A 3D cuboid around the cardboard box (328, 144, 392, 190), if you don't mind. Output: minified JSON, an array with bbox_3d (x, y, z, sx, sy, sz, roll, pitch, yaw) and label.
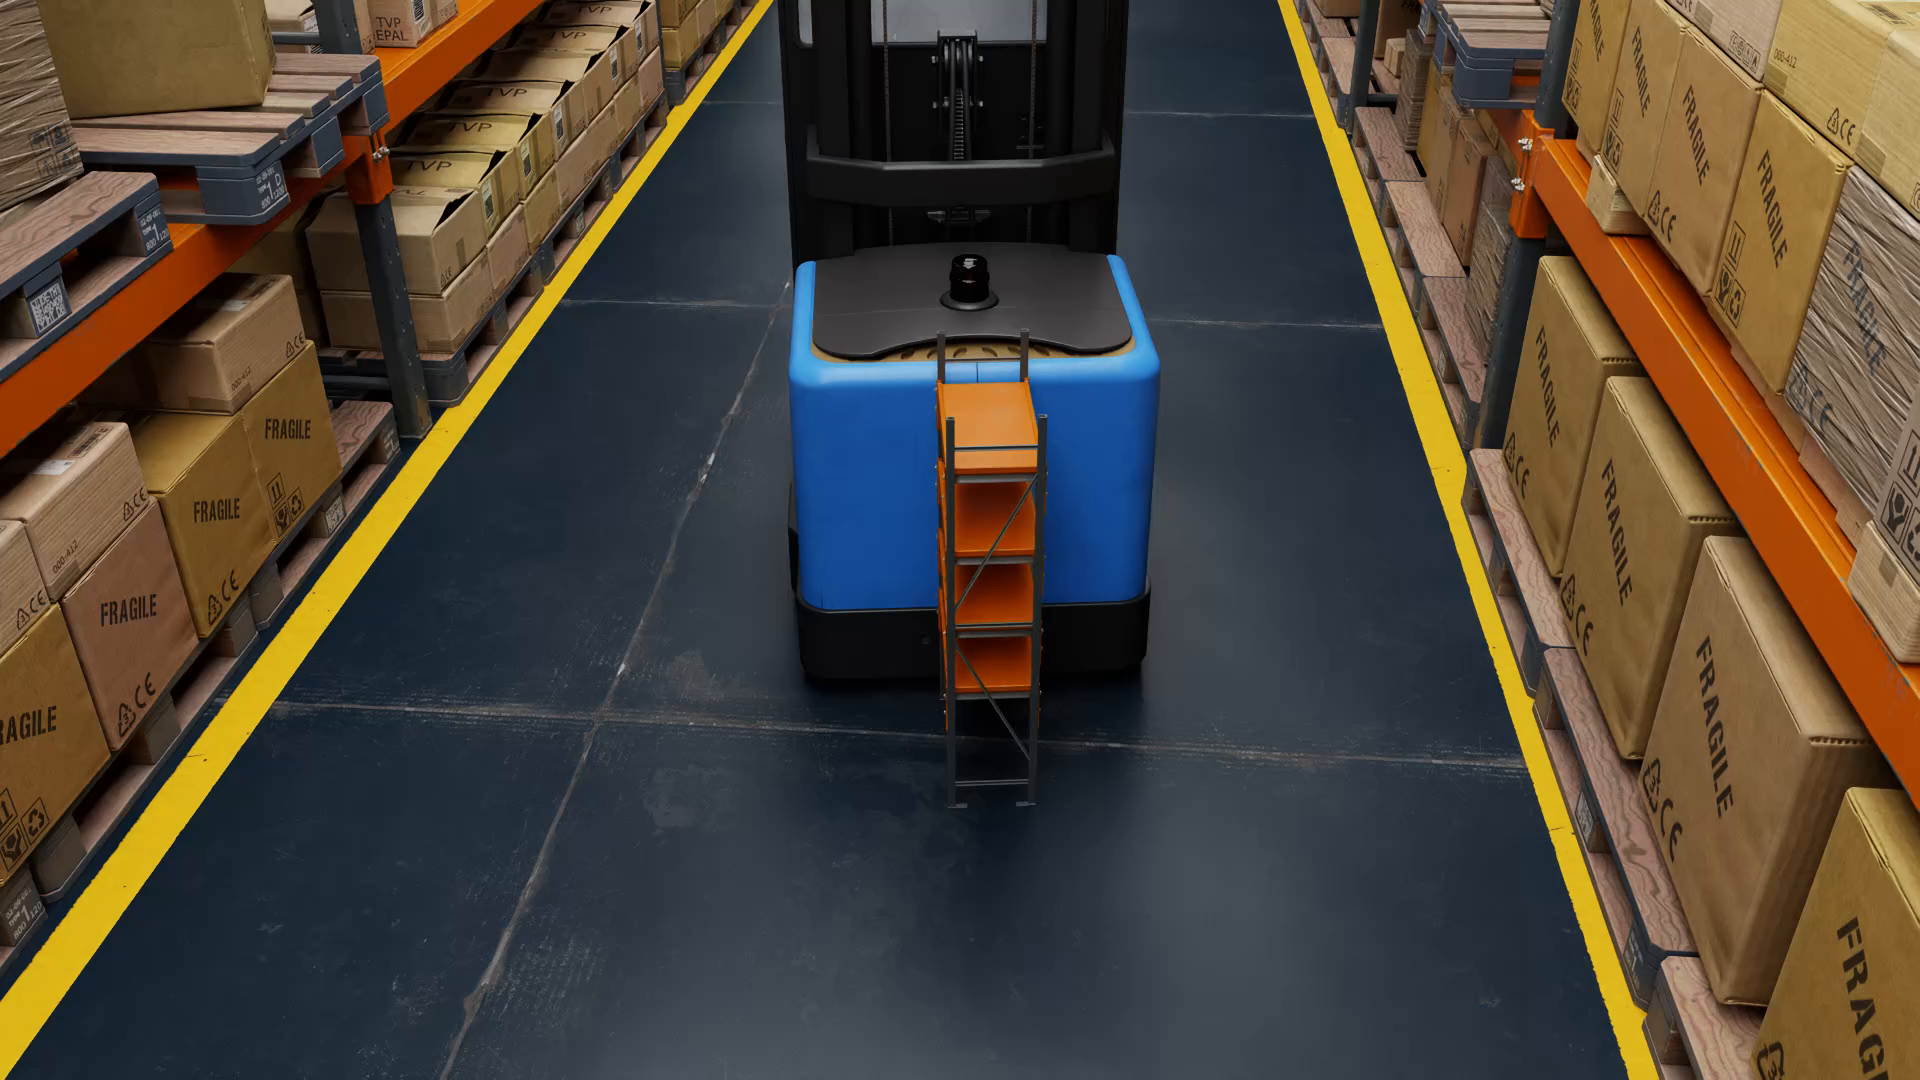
[{"bbox_3d":[-2.717,-1.510,7.027,0.500,0.311,0.500,2,32,3],"label":"cardboard box"}]

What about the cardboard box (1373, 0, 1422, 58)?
[{"bbox_3d":[2.758,-3.256,10.138,0.500,0.500,0.500,0,32,0],"label":"cardboard box"}]

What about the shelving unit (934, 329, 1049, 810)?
[{"bbox_3d":[0.073,0.092,4.457,0.258,1.200,0.503,-2,32,-3],"label":"shelving unit"}]

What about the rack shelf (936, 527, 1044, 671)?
[{"bbox_3d":[0.073,0.149,4.492,0.258,0.148,0.480,-2,32,-3],"label":"rack shelf"}]

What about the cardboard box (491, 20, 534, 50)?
[{"bbox_3d":[-2.552,-2.578,8.761,0.500,0.311,0.500,2,32,3],"label":"cardboard box"}]

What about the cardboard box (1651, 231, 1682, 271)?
[{"bbox_3d":[2.097,-0.833,4.463,0.380,0.149,0.250,2,32,3],"label":"cardboard box"}]

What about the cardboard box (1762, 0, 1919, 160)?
[{"bbox_3d":[1.978,-0.958,3.332,0.500,0.250,0.500,2,32,3],"label":"cardboard box"}]

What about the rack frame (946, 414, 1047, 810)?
[{"bbox_3d":[0.087,0.220,4.249,0.240,1.200,0.015,-2,32,-3],"label":"rack frame"}]

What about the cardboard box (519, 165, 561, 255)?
[{"bbox_3d":[-2.138,-1.511,7.564,0.500,0.250,0.500,2,32,3],"label":"cardboard box"}]

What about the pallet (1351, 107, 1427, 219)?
[{"bbox_3d":[2.651,-1.994,8.785,1.003,0.211,1.213,2,32,4],"label":"pallet"}]

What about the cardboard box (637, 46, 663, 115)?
[{"bbox_3d":[-1.969,-2.577,9.294,0.500,0.250,0.500,2,32,4],"label":"cardboard box"}]

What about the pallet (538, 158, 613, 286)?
[{"bbox_3d":[-2.342,-1.585,8.120,1.003,0.211,1.213,2,32,4],"label":"pallet"}]

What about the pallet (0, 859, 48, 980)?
[{"bbox_3d":[-2.847,1.145,3.691,1.003,0.211,1.213,2,32,4],"label":"pallet"}]

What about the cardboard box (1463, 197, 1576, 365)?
[{"bbox_3d":[2.394,-0.999,6.475,0.700,0.500,0.500,3,32,5],"label":"cardboard box"}]

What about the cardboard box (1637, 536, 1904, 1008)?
[{"bbox_3d":[2.054,0.521,3.695,0.750,0.750,0.750,3,32,5],"label":"cardboard box"}]

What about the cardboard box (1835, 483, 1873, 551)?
[{"bbox_3d":[1.919,-0.028,3.157,0.380,0.149,0.250,2,32,4],"label":"cardboard box"}]

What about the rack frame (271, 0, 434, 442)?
[{"bbox_3d":[-2.550,-1.707,5.660,1.000,3.000,0.127,2,32,4],"label":"rack frame"}]

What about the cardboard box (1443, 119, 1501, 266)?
[{"bbox_3d":[2.564,-1.524,7.328,0.700,0.500,0.500,2,32,4],"label":"cardboard box"}]

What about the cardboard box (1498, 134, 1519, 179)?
[{"bbox_3d":[2.503,-1.614,6.758,0.500,0.250,0.500,3,32,5],"label":"cardboard box"}]

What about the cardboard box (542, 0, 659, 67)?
[{"bbox_3d":[-1.972,-2.821,9.155,0.500,0.311,0.500,2,32,4],"label":"cardboard box"}]

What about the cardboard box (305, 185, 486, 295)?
[{"bbox_3d":[-2.215,-1.215,6.548,0.500,0.311,0.500,3,32,6],"label":"cardboard box"}]

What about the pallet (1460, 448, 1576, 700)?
[{"bbox_3d":[2.248,0.099,5.388,1.003,0.211,1.213,2,32,4],"label":"pallet"}]

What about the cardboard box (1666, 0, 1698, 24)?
[{"bbox_3d":[2.050,-1.487,4.190,0.500,0.250,0.500,2,32,3],"label":"cardboard box"}]

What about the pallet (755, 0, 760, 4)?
[{"bbox_3d":[-1.919,-4.301,12.528,1.003,0.211,1.213,2,32,4],"label":"pallet"}]

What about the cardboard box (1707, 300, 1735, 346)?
[{"bbox_3d":[2.053,-0.562,4.024,0.380,0.149,0.250,3,32,5],"label":"cardboard box"}]

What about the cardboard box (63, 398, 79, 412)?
[{"bbox_3d":[-2.909,-0.330,5.390,0.500,0.500,0.500,1,32,2],"label":"cardboard box"}]

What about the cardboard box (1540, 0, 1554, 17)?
[{"bbox_3d":[2.416,-1.973,5.578,0.700,0.500,0.500,-1,32,-2],"label":"cardboard box"}]

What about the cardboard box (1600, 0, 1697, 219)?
[{"bbox_3d":[2.041,-1.158,4.372,0.500,0.500,0.500,3,32,6],"label":"cardboard box"}]

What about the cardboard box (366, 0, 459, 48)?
[{"bbox_3d":[-2.284,-2.128,6.429,0.500,0.311,0.500,2,32,3],"label":"cardboard box"}]

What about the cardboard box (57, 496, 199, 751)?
[{"bbox_3d":[-2.471,0.215,4.506,0.500,0.500,0.500,1,32,2],"label":"cardboard box"}]

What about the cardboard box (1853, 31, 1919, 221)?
[{"bbox_3d":[1.938,-0.691,2.900,0.500,0.250,0.500,3,32,5],"label":"cardboard box"}]

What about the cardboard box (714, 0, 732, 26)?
[{"bbox_3d":[-1.793,-3.558,10.886,0.500,0.250,0.500,2,32,4],"label":"cardboard box"}]

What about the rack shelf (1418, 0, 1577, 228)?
[{"bbox_3d":[2.550,-2.237,7.206,1.077,0.370,4.000,2,32,4],"label":"rack shelf"}]

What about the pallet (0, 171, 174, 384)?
[{"bbox_3d":[-2.704,-0.608,4.060,1.003,0.211,1.213,2,32,4],"label":"pallet"}]

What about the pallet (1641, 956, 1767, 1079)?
[{"bbox_3d":[2.049,1.375,3.318,1.003,0.211,1.213,2,32,4],"label":"pallet"}]

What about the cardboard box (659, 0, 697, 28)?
[{"bbox_3d":[-1.875,-3.355,9.841,0.500,0.500,0.500,2,32,4],"label":"cardboard box"}]

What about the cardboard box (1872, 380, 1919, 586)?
[{"bbox_3d":[1.880,-0.102,2.659,0.500,0.500,0.500,3,32,4],"label":"cardboard box"}]

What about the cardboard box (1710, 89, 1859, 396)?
[{"bbox_3d":[1.965,-0.626,3.509,0.500,0.500,0.500,3,32,5],"label":"cardboard box"}]

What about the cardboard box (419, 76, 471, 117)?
[{"bbox_3d":[-2.630,-2.036,7.880,0.500,0.311,0.500,3,32,5],"label":"cardboard box"}]

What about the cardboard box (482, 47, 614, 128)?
[{"bbox_3d":[-2.051,-2.288,8.290,0.500,0.311,0.500,2,32,4],"label":"cardboard box"}]

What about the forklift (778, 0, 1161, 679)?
[{"bbox_3d":[-0.034,-1.577,5.516,1.130,2.935,3.031,-2,32,-3],"label":"forklift"}]

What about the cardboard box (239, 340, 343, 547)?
[{"bbox_3d":[-2.392,-0.331,5.391,0.500,0.500,0.500,4,32,6],"label":"cardboard box"}]

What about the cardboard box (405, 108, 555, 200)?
[{"bbox_3d":[-2.137,-1.757,7.427,0.500,0.311,0.500,2,32,3],"label":"cardboard box"}]

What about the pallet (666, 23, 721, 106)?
[{"bbox_3d":[-2.118,-3.025,10.458,1.003,0.211,1.213,2,32,4],"label":"pallet"}]

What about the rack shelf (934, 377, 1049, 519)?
[{"bbox_3d":[0.073,-0.242,4.251,0.258,0.148,0.480,-2,32,-3],"label":"rack shelf"}]

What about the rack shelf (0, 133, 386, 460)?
[{"bbox_3d":[-2.713,-0.355,4.152,1.077,0.370,4.000,2,32,4],"label":"rack shelf"}]

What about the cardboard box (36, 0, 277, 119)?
[{"bbox_3d":[-2.489,-1.594,4.982,0.700,0.500,0.500,-8,33,-13],"label":"cardboard box"}]

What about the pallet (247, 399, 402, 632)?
[{"bbox_3d":[-2.649,-0.131,5.761,1.003,0.211,1.213,2,32,4],"label":"pallet"}]

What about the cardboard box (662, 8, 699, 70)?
[{"bbox_3d":[-1.885,-3.036,10.038,0.500,0.250,0.500,2,32,4],"label":"cardboard box"}]

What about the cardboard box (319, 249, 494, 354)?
[{"bbox_3d":[-2.215,-0.976,6.696,0.500,0.250,0.500,2,32,4],"label":"cardboard box"}]

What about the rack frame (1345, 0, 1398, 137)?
[{"bbox_3d":[2.713,-3.589,8.714,1.000,3.000,0.127,2,32,4],"label":"rack frame"}]

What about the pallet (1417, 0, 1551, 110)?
[{"bbox_3d":[2.339,-1.793,5.982,1.213,0.211,1.003,2,32,4],"label":"pallet"}]

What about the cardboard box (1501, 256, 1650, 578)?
[{"bbox_3d":[2.197,-0.382,5.159,0.750,0.750,0.750,2,32,3],"label":"cardboard box"}]

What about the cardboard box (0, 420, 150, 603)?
[{"bbox_3d":[-2.472,-0.085,4.278,0.500,0.250,0.500,2,32,3],"label":"cardboard box"}]

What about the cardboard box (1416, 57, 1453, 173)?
[{"bbox_3d":[2.678,-2.054,8.187,0.700,0.500,0.500,2,32,3],"label":"cardboard box"}]

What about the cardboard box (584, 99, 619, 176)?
[{"bbox_3d":[-2.054,-2.045,8.430,0.500,0.250,0.500,3,32,5],"label":"cardboard box"}]

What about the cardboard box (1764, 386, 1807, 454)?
[{"bbox_3d":[1.987,-0.297,3.593,0.380,0.149,0.250,3,32,6],"label":"cardboard box"}]
